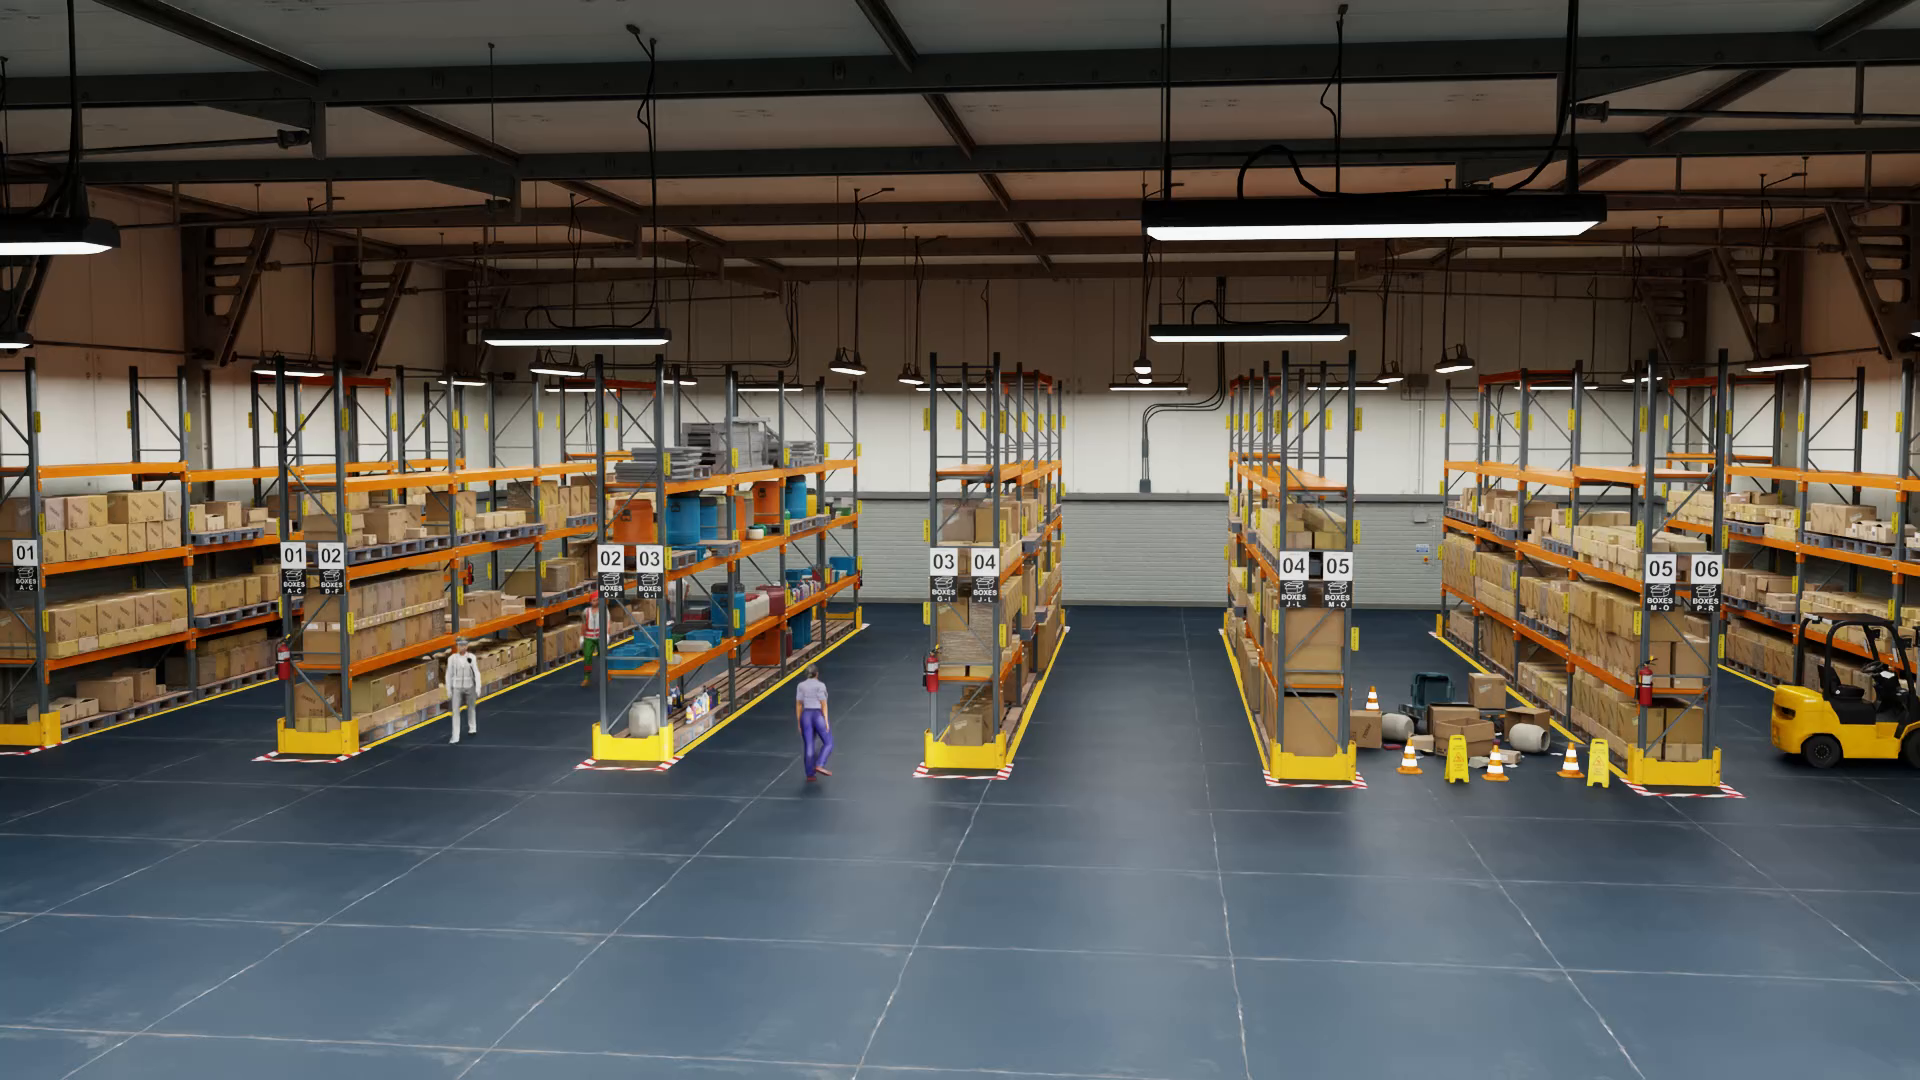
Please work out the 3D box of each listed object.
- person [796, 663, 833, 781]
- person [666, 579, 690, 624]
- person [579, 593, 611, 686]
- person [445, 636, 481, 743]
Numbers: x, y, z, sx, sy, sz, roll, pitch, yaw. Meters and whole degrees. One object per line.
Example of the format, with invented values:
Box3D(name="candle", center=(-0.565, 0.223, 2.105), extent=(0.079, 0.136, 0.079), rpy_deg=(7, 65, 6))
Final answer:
Box3D(name="person", center=(-2.036, 2.550, 23.194), extent=(0.556, 1.628, 0.468), rpy_deg=(1, 4, 13))
Box3D(name="person", center=(-6.677, 1.437, 39.169), extent=(0.560, 1.600, 0.737), rpy_deg=(1, 4, 16))
Box3D(name="person", center=(-6.965, 1.868, 31.621), extent=(0.627, 1.721, 1.050), rpy_deg=(0, 4, -3))
Box3D(name="person", center=(-7.819, 2.310, 26.168), extent=(0.559, 1.612, 1.071), rpy_deg=(-1, 4, -9))
